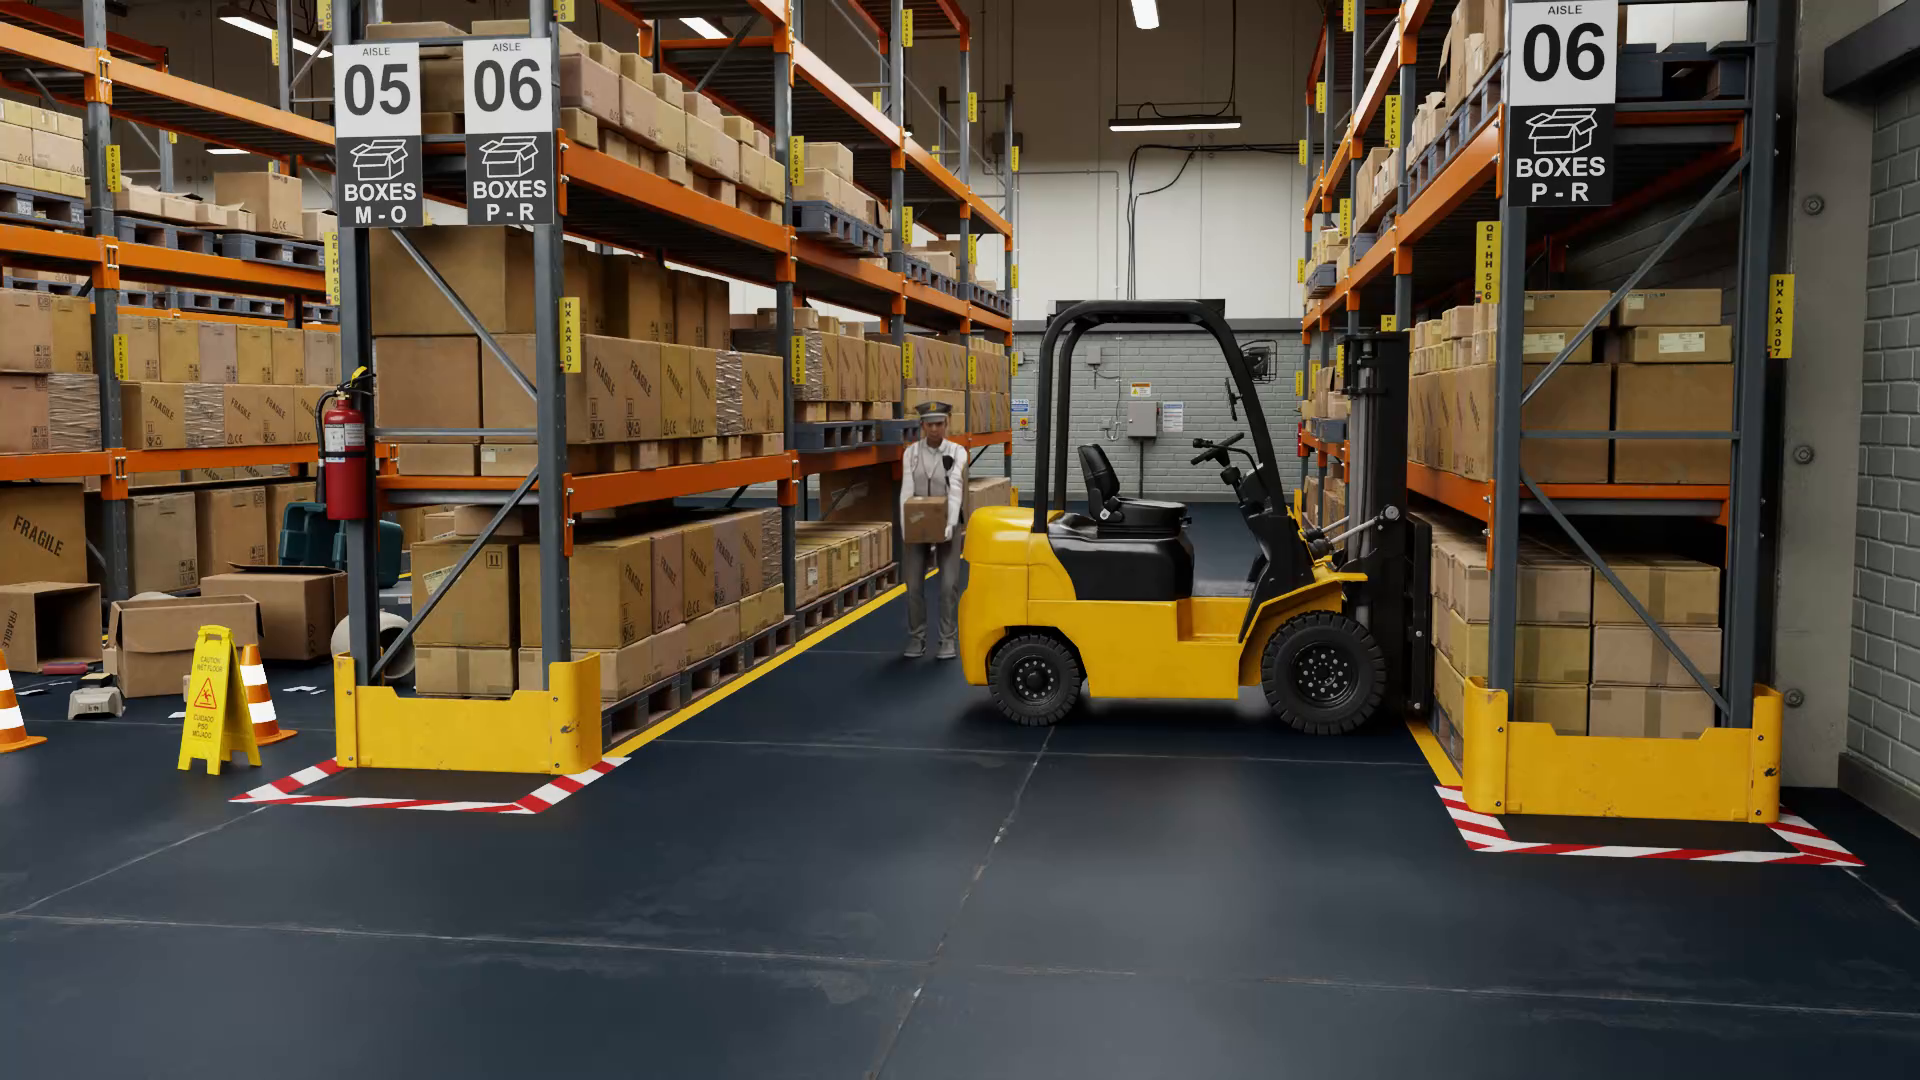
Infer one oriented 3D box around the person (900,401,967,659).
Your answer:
[{"bbox_3d":[-0.171,-0.064,10.753,0.416,1.663,0.543,1,5,8],"label":"person"}]
